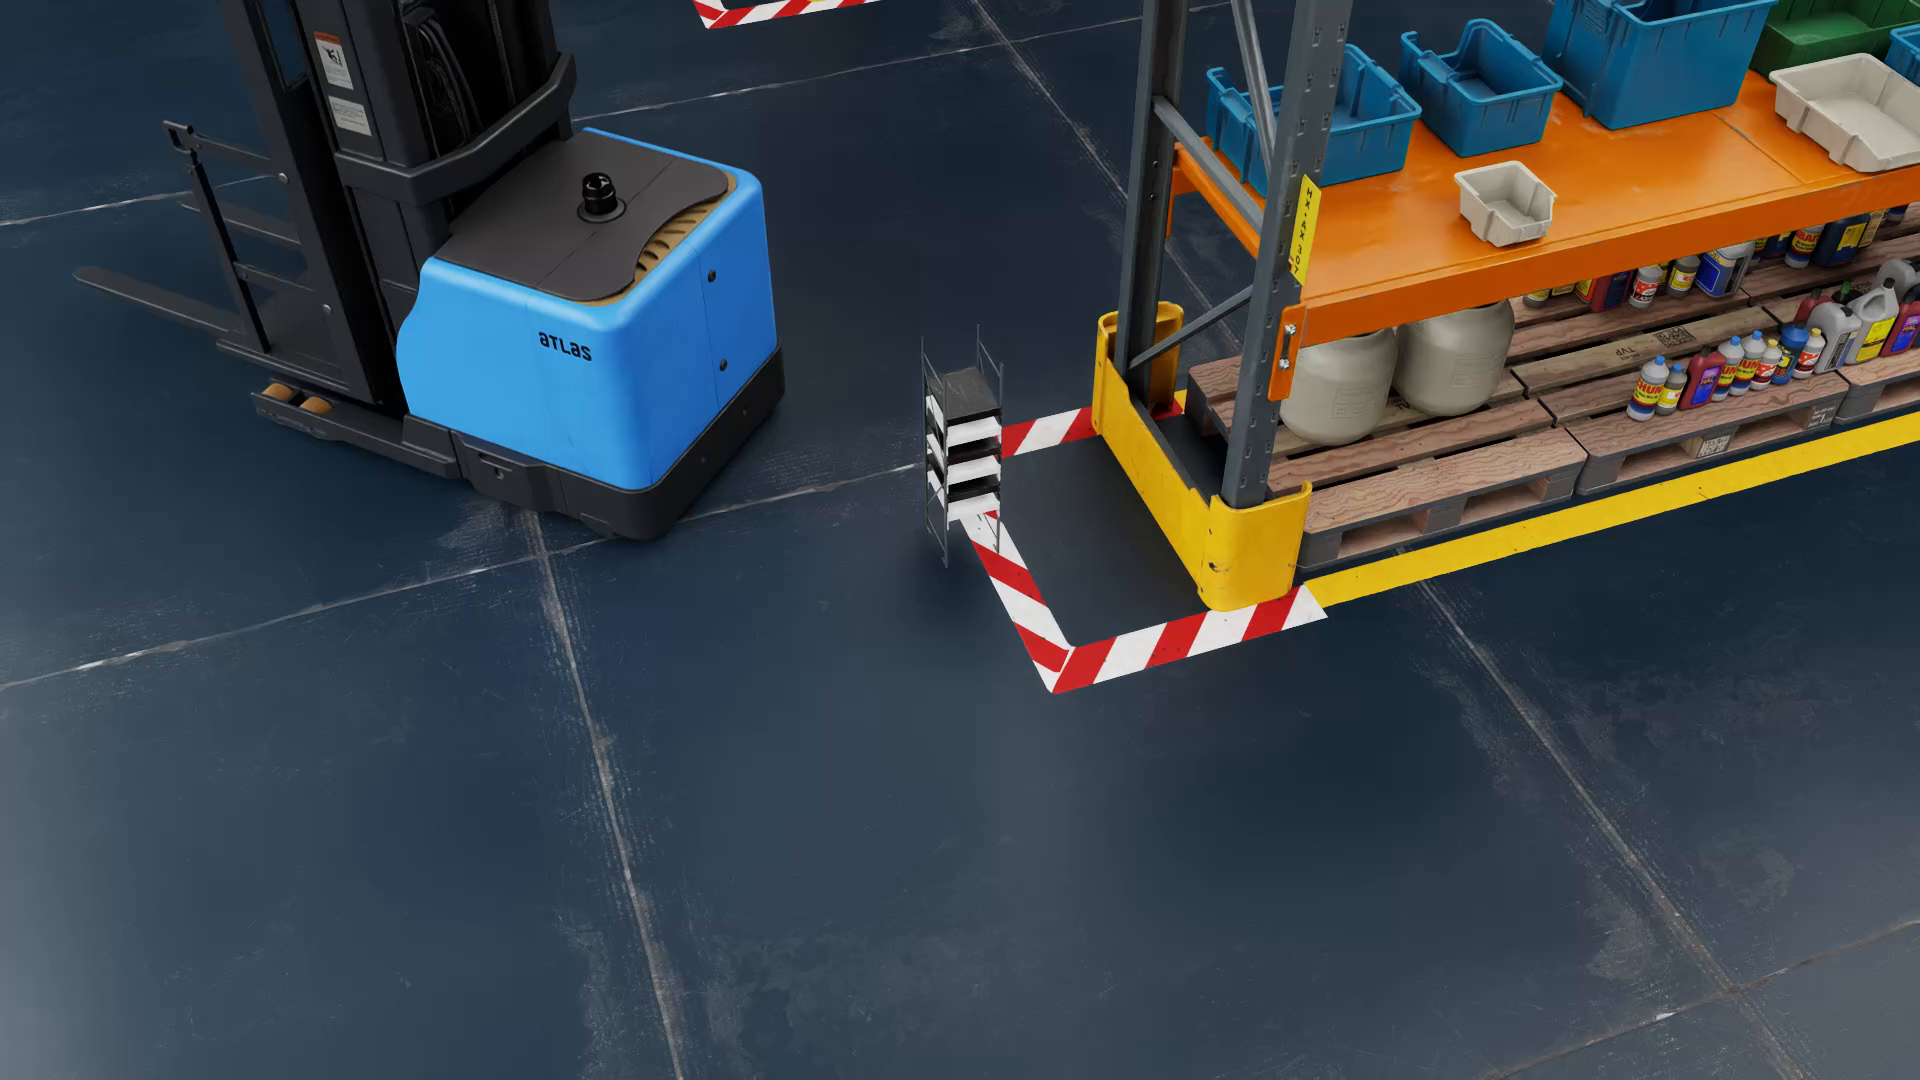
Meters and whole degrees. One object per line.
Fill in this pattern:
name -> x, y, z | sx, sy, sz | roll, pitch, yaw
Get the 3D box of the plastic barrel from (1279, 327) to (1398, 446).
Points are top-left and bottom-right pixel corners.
plastic barrel -> 1.410, -0.646, 6.236 | 0.421, 0.512, 0.421 | 0, 45, 0

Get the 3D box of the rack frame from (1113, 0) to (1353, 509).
rack frame -> 0.817, -1.167, 5.295 | 0.127, 3.000, 1.000 | -14, 47, -14

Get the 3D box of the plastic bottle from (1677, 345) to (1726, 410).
plastic bottle -> 2.847, -0.634, 6.371 | 0.133, 0.283, 0.061 | -14, 47, -13

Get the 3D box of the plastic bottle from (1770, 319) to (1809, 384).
plastic bottle -> 3.235, -0.743, 6.488 | 0.097, 0.271, 0.097 | 0, 45, 0

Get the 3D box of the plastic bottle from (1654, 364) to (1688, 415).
plastic bottle -> 2.725, -0.588, 6.383 | 0.097, 0.201, 0.097 | 0, 45, 0

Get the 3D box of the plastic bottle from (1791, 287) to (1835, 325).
plastic bottle -> 3.396, -0.889, 6.625 | 0.133, 0.283, 0.061 | -14, 47, -14

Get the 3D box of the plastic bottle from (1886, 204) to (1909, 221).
plastic bottle -> 4.131, -1.536, 7.279 | 0.097, 0.271, 0.097 | 0, 45, 0

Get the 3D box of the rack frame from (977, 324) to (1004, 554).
rack frame -> 0.103, -0.344, 5.957 | 0.006, 0.900, 0.240 | -14, 47, -14

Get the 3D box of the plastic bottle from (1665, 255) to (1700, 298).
plastic bottle -> 3.009, -1.116, 6.910 | 0.097, 0.201, 0.097 | 0, 45, 0

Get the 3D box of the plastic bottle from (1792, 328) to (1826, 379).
plastic bottle -> 3.331, -0.743, 6.537 | 0.097, 0.201, 0.097 | 0, 45, 0

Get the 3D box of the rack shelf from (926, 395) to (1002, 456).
rack shelf -> 0.007, -0.423, 5.829 | 0.200, 0.077, 0.258 | -14, 47, -14

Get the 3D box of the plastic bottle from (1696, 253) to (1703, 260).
plastic bottle -> 3.102, -1.284, 6.971 | 0.185, 0.351, 0.144 | -15, 47, -14

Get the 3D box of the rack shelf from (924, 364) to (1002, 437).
rack shelf -> 0.007, -0.487, 5.765 | 0.200, 0.077, 0.258 | -14, 47, -14

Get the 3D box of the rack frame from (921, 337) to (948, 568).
rack frame -> -0.088, -0.295, 5.909 | 0.006, 0.900, 0.240 | -14, 47, -14

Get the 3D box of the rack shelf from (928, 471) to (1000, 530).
rack shelf -> 0.008, -0.169, 6.084 | 0.200, 0.077, 0.258 | -14, 47, -14

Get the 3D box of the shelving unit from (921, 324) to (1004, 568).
shelving unit -> 0.007, -0.320, 5.933 | 0.210, 0.900, 0.258 | -14, 47, -14

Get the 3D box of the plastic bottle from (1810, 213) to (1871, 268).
plastic bottle -> 3.728, -1.335, 7.023 | 0.185, 0.351, 0.144 | -14, 47, -14

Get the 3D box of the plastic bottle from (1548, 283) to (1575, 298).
plastic bottle -> 2.499, -1.137, 6.873 | 0.133, 0.283, 0.061 | -13, 47, -13

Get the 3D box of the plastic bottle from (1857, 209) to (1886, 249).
plastic bottle -> 3.872, -1.374, 7.109 | 0.133, 0.283, 0.061 | -14, 47, -14

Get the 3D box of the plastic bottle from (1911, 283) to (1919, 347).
plastic bottle -> 3.891, -0.956, 6.645 | 0.185, 0.351, 0.144 | -17, 47, -16

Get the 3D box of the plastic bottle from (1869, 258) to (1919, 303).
plastic bottle -> 3.817, -1.022, 6.763 | 0.135, 0.276, 0.152 | -14, 47, -14

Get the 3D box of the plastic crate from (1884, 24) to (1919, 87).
plastic crate -> 3.630, -1.629, 5.861 | 0.616, 0.251, 0.499 | -14, 47, -14

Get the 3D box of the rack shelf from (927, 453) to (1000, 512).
rack shelf -> 0.008, -0.233, 6.021 | 0.200, 0.077, 0.258 | -14, 47, -14

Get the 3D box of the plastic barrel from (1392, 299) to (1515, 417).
plastic barrel -> 1.881, -0.767, 6.356 | 0.421, 0.512, 0.421 | 0, 45, 0

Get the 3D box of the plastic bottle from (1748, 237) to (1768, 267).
plastic bottle -> 3.376, -1.298, 7.041 | 0.097, 0.271, 0.097 | 0, 45, 0

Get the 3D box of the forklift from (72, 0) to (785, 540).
forklift -> -2.266, -1.758, 5.932 | 3.031, 2.935, 1.130 | 19, 48, 18

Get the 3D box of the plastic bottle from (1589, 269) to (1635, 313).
plastic bottle -> 2.678, -1.069, 6.804 | 0.133, 0.283, 0.061 | -14, 47, -14

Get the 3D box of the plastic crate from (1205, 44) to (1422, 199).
plastic crate -> 1.186, -1.434, 5.667 | 0.616, 0.251, 0.499 | -14, 47, -14

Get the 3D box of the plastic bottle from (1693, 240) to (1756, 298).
plastic bottle -> 3.176, -1.165, 6.905 | 0.135, 0.276, 0.152 | -14, 47, -14

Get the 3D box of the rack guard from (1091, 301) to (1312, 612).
rack guard -> 0.872, -0.334, 6.230 | 0.348, 0.500, 1.175 | -14, 47, -14

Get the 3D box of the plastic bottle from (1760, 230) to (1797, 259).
plastic bottle -> 3.501, -1.386, 7.073 | 0.185, 0.351, 0.144 | -16, 47, -16

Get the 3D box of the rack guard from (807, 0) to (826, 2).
rack guard -> -0.884, -3.580, 9.465 | 0.348, 0.500, 1.175 | -14, 47, -14

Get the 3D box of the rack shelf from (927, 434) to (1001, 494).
rack shelf -> 0.007, -0.296, 5.957 | 0.200, 0.077, 0.258 | -14, 47, -14

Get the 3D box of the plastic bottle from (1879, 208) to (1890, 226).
plastic bottle -> 4.035, -1.487, 7.280 | 0.097, 0.201, 0.097 | 0, 45, 0

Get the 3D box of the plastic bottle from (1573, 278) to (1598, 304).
plastic bottle -> 2.642, -1.137, 6.878 | 0.135, 0.276, 0.152 | -14, 47, -14

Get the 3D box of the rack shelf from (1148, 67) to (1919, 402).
rack shelf -> 2.698, -1.394, 6.029 | 4.000, 0.370, 1.077 | -14, 47, -14

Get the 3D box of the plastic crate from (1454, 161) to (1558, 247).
plastic crate -> 1.768, -1.075, 5.389 | 0.250, 0.136, 0.298 | -14, 47, -14

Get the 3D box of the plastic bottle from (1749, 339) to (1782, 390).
plastic bottle -> 3.138, -0.693, 6.488 | 0.097, 0.201, 0.097 | 0, 45, 0

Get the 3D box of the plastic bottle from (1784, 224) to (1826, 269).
plastic bottle -> 3.584, -1.288, 7.032 | 0.097, 0.271, 0.097 | 0, 45, 0

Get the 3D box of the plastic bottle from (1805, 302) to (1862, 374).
plastic bottle -> 3.433, -0.815, 6.557 | 0.135, 0.276, 0.152 | -14, 47, -13

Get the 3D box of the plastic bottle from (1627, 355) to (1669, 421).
plastic bottle -> 2.628, -0.587, 6.333 | 0.097, 0.271, 0.097 | 0, 45, 0

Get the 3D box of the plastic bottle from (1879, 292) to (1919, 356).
plastic bottle -> 3.752, -0.865, 6.602 | 0.133, 0.283, 0.061 | -11, 46, -11

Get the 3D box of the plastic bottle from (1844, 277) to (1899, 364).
plastic bottle -> 3.587, -0.878, 6.567 | 0.185, 0.351, 0.144 | -15, 47, -14

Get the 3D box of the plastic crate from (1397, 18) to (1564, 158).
plastic crate -> 1.799, -1.586, 5.818 | 0.408, 0.251, 0.499 | -14, 47, -14

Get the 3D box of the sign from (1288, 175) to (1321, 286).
sign -> 0.999, -0.897, 4.831 | 0.005, 0.325, 0.100 | -14, 47, -14

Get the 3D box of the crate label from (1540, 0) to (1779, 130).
crate label -> 2.456, -1.802, 5.903 | 0.616, 0.435, 0.502 | -14, 47, -14

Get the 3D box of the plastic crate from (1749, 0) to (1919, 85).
plastic crate -> 3.206, -1.916, 6.191 | 0.662, 0.188, 0.450 | -14, 47, -14

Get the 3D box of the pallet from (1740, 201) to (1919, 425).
pallet -> 3.933, -1.011, 7.108 | 1.213, 0.211, 1.003 | -14, 47, -14

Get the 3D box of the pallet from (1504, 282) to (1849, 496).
pallet -> 2.784, -0.715, 6.813 | 1.213, 0.211, 1.003 | -14, 47, -14

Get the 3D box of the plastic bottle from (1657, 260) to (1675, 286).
plastic bottle -> 2.927, -1.239, 6.927 | 0.185, 0.351, 0.144 | -13, 46, -12

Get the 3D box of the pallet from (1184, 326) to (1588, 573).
pallet -> 1.638, -0.424, 6.523 | 1.213, 0.211, 1.003 | -14, 47, -14

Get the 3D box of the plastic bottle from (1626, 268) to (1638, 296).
plastic bottle -> 2.772, -1.170, 6.911 | 0.135, 0.276, 0.152 | -16, 47, -15

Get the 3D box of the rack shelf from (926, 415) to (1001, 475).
rack shelf -> 0.007, -0.360, 5.893 | 0.200, 0.077, 0.258 | -14, 47, -14

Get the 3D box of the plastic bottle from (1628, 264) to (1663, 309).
plastic bottle -> 2.832, -1.065, 6.859 | 0.097, 0.201, 0.097 | 0, 45, 0

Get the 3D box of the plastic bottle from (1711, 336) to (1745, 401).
plastic bottle -> 2.950, -0.670, 6.416 | 0.097, 0.271, 0.097 | 0, 45, 0

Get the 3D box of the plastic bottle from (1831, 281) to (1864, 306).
plastic bottle -> 3.528, -0.917, 6.653 | 0.133, 0.283, 0.061 | -14, 47, -14

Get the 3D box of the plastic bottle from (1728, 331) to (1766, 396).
plastic bottle -> 3.044, -0.694, 6.440 | 0.097, 0.271, 0.097 | 0, 45, 0

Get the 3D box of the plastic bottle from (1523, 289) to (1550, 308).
plastic bottle -> 2.395, -1.068, 6.862 | 0.097, 0.201, 0.097 | 0, 45, 0

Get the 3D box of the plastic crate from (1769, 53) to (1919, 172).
plastic crate -> 3.138, -1.477, 5.790 | 0.437, 0.136, 0.530 | -14, 47, -14
